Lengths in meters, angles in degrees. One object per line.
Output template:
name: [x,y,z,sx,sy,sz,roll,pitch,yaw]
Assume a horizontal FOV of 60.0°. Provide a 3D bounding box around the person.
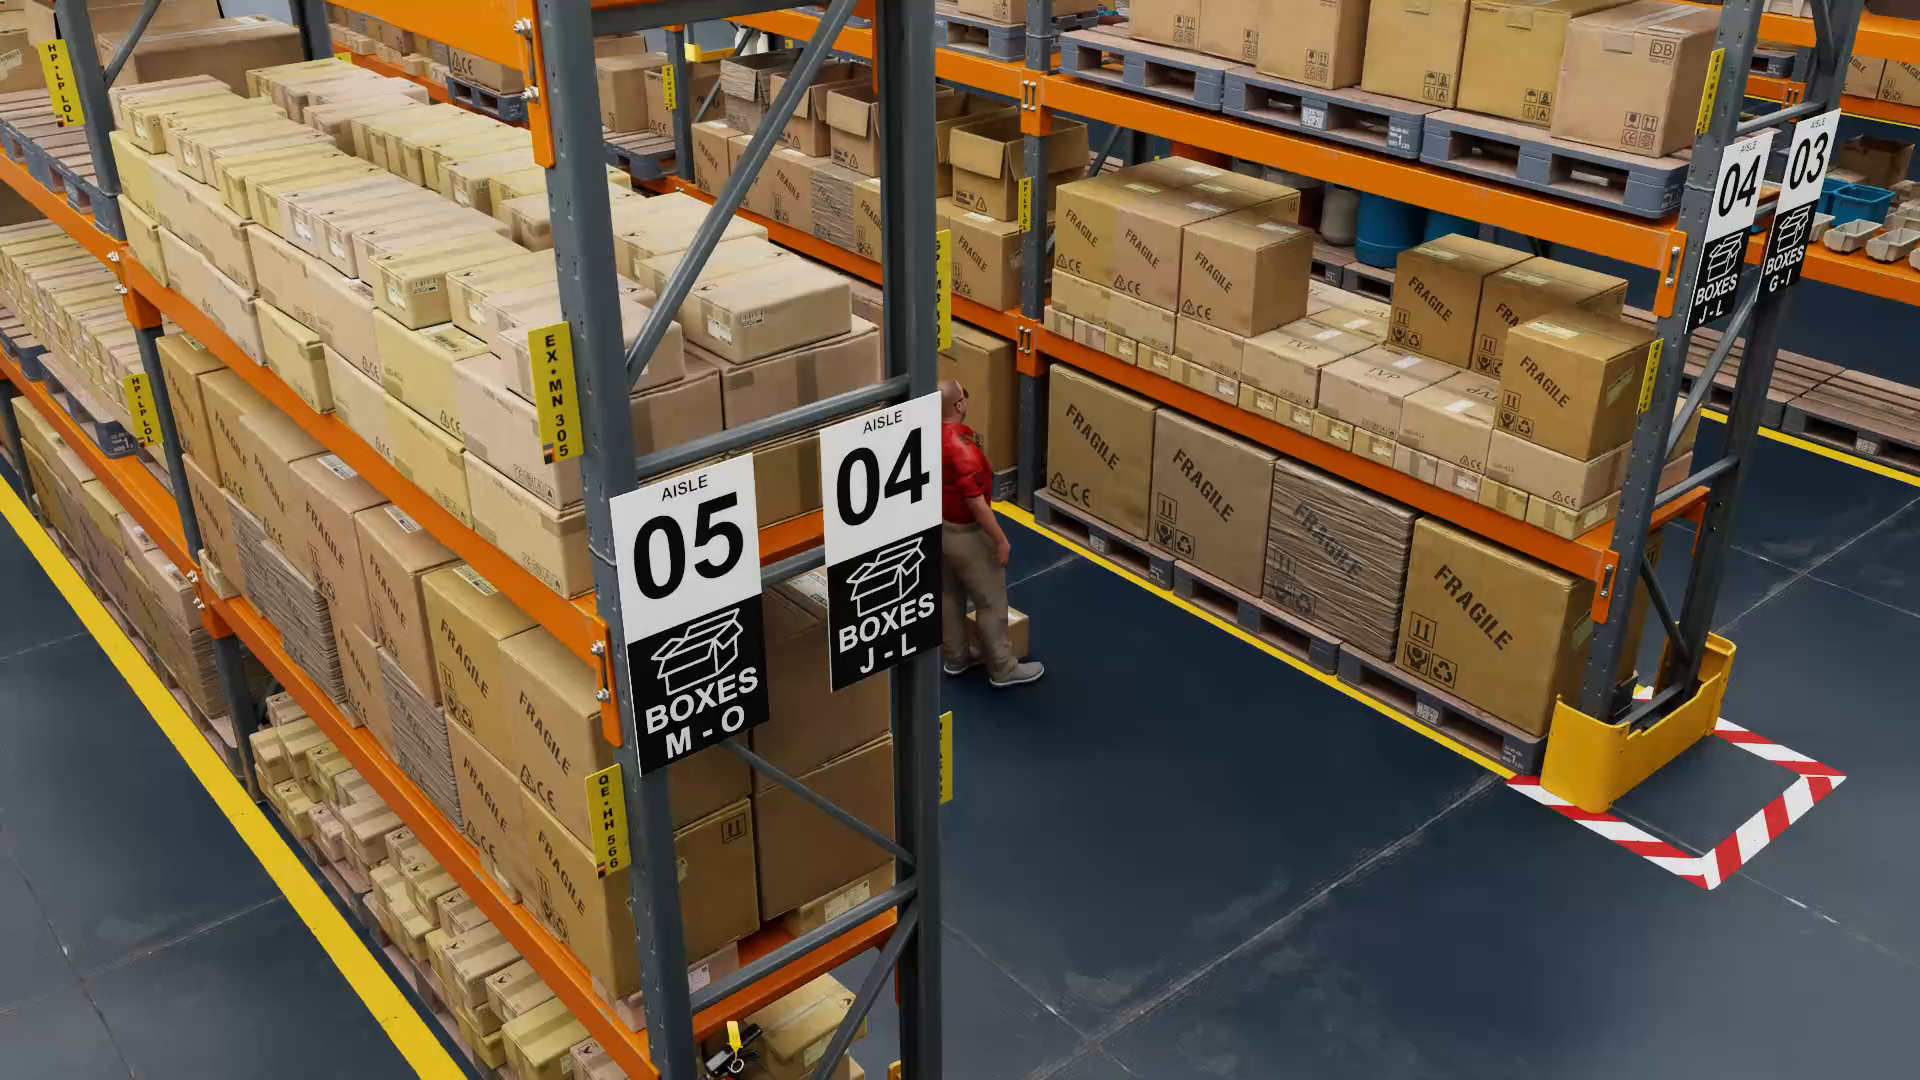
person: [0.072,-0.057,8.728,0.551,1.727,0.640,-22,35,-35]
